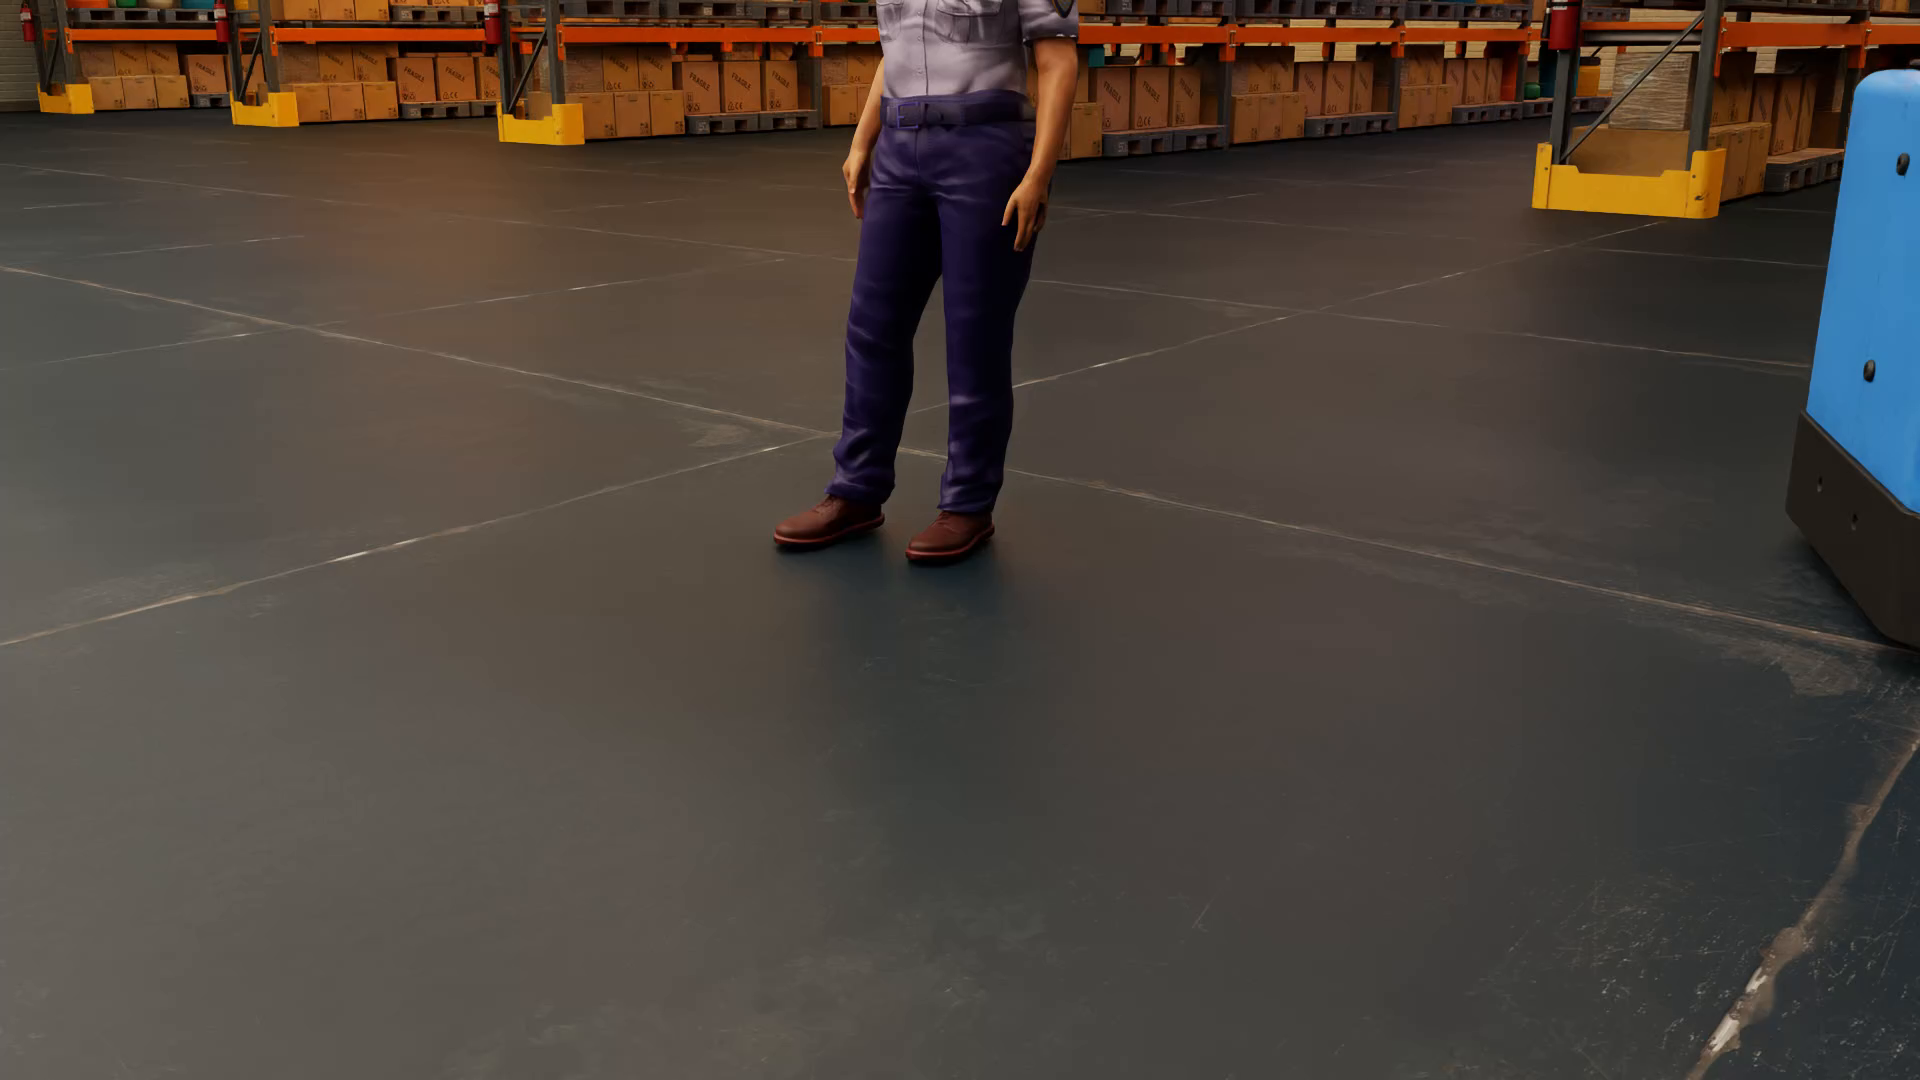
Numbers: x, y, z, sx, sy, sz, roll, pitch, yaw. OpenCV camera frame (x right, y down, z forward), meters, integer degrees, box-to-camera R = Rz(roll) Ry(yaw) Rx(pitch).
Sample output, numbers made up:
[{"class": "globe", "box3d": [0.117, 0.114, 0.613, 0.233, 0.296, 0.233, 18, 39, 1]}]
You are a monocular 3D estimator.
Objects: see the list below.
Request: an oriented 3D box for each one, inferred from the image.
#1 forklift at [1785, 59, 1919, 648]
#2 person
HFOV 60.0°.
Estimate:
[{"class": "forklift", "box3d": [3.301, -1.170, 2.750, 3.031, 2.935, 1.130, 4, 17, 14]}, {"class": "person", "box3d": [-0.075, -0.781, 3.648, 0.598, 1.651, 0.503, 13, 21, 37]}]
